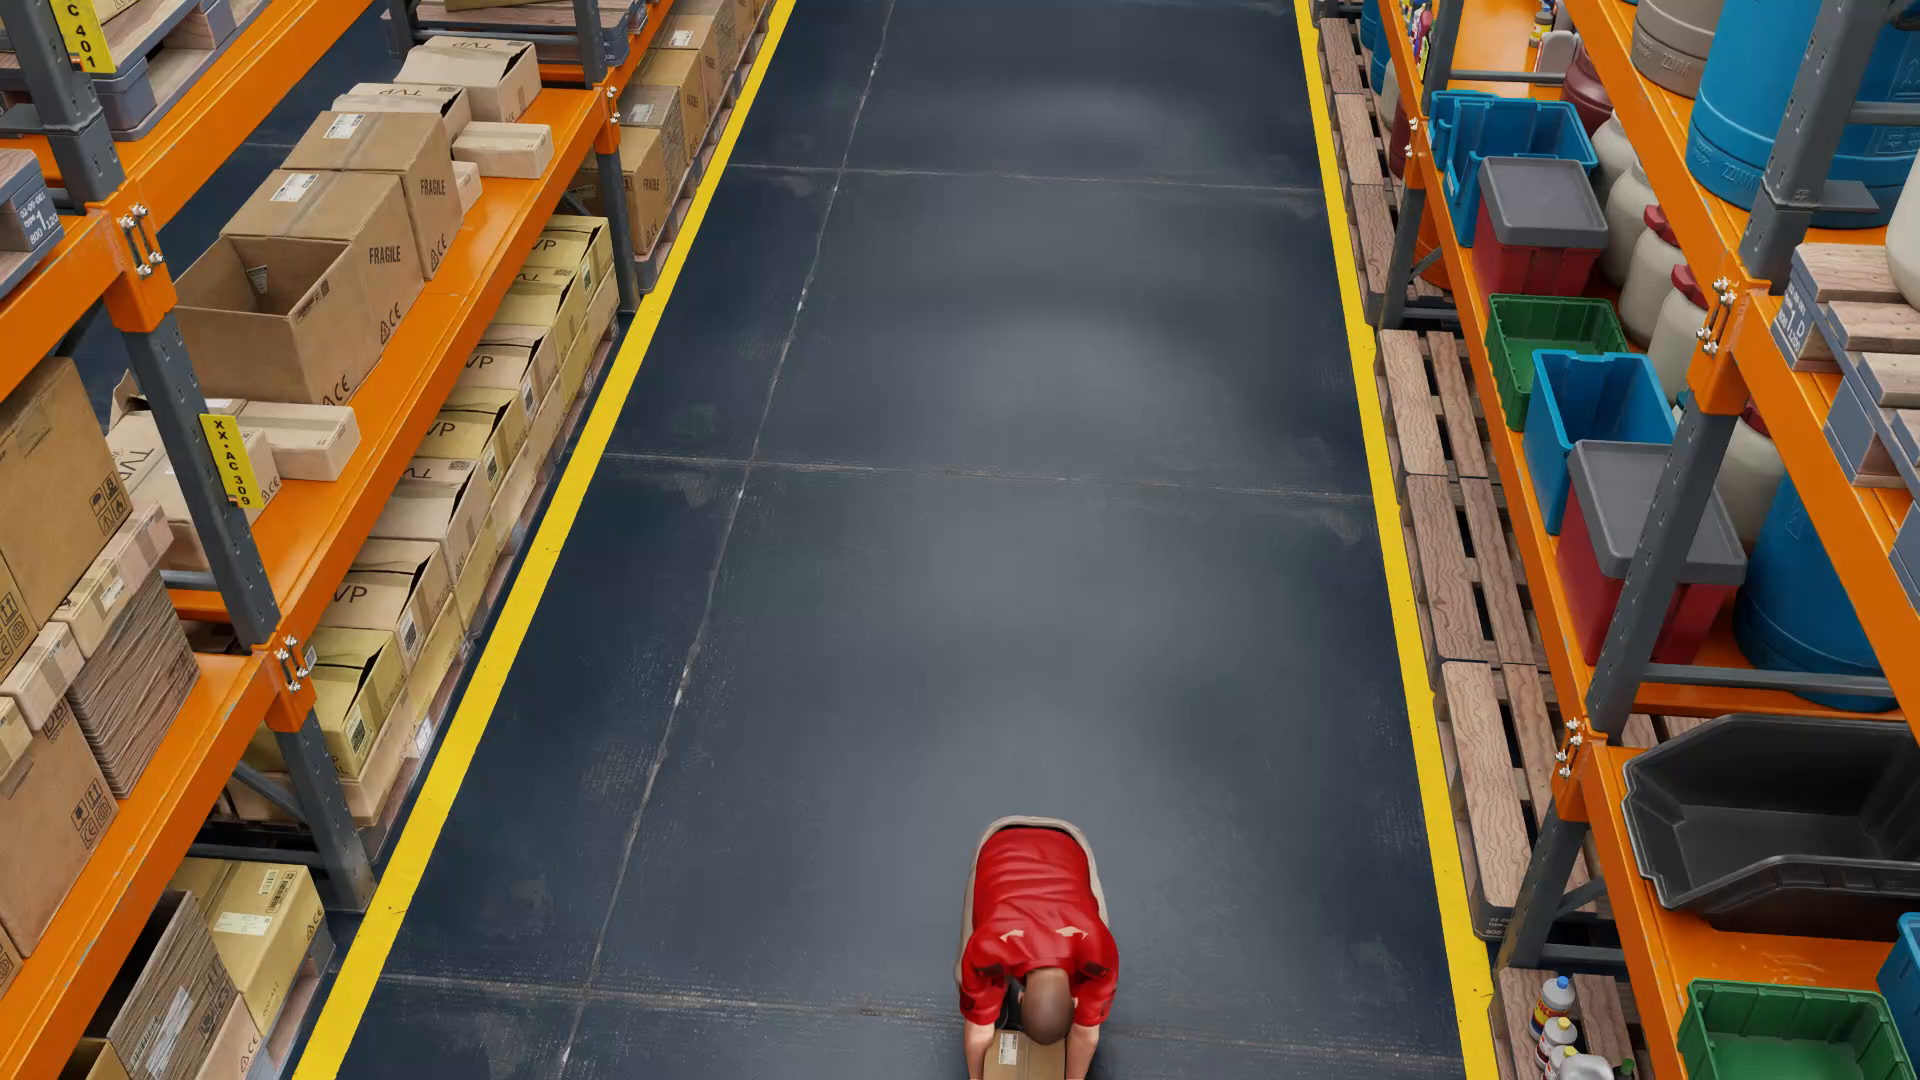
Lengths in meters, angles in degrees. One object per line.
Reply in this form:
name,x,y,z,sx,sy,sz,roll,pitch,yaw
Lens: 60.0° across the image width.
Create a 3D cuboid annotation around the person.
person,0.245,1.329,5.291,0.534,0.848,0.956,2,40,2
